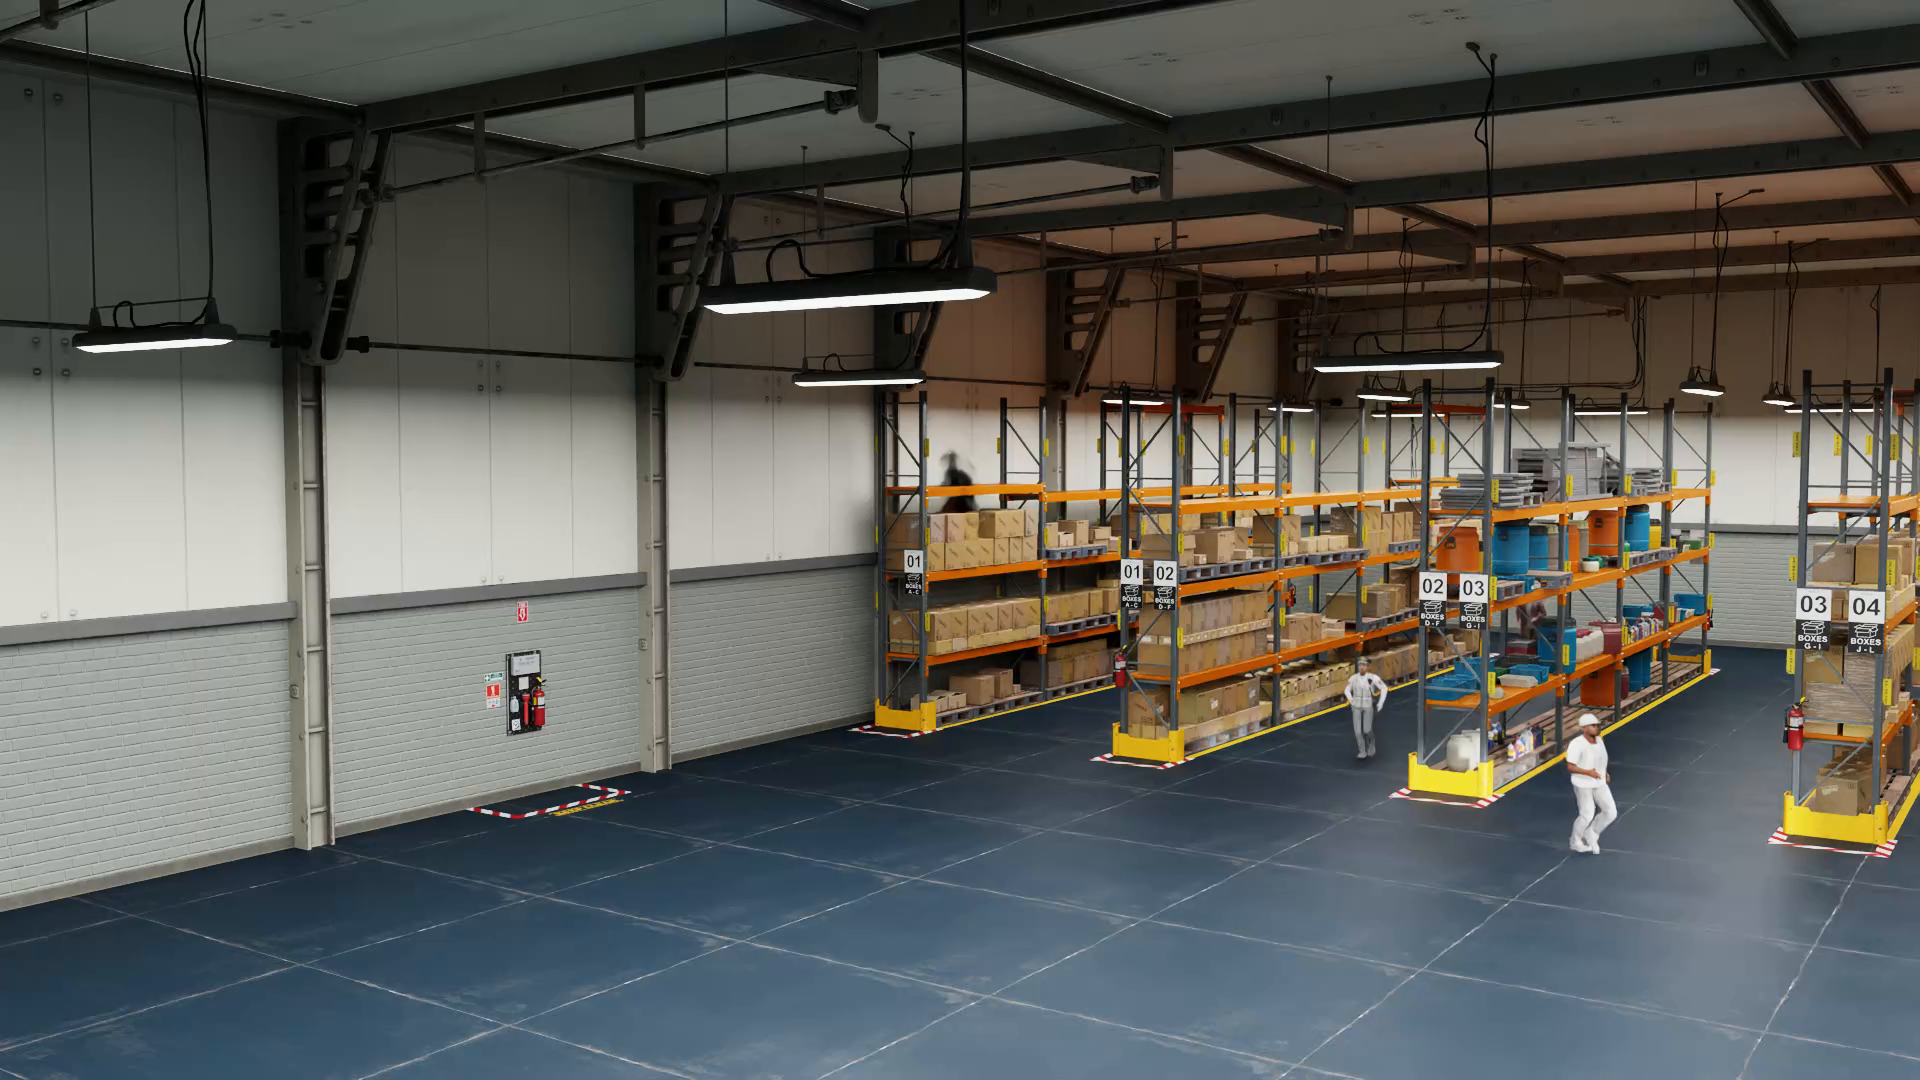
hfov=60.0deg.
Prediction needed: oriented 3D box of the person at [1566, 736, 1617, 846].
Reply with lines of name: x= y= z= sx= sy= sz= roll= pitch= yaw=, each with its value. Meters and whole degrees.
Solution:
person: x=7.709 y=3.087 z=20.364 sx=0.656 sy=1.396 sz=0.587 roll=-1 pitch=3 yaw=-24

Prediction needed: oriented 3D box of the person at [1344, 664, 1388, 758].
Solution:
person: x=6.482 y=2.704 z=26.646 sx=0.659 sy=1.602 sz=0.474 roll=2 pitch=4 yaw=26

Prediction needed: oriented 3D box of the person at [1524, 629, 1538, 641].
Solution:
person: x=13.155 y=2.313 z=38.210 sx=0.415 sy=0.965 sz=0.717 roll=2 pitch=4 yaw=28
